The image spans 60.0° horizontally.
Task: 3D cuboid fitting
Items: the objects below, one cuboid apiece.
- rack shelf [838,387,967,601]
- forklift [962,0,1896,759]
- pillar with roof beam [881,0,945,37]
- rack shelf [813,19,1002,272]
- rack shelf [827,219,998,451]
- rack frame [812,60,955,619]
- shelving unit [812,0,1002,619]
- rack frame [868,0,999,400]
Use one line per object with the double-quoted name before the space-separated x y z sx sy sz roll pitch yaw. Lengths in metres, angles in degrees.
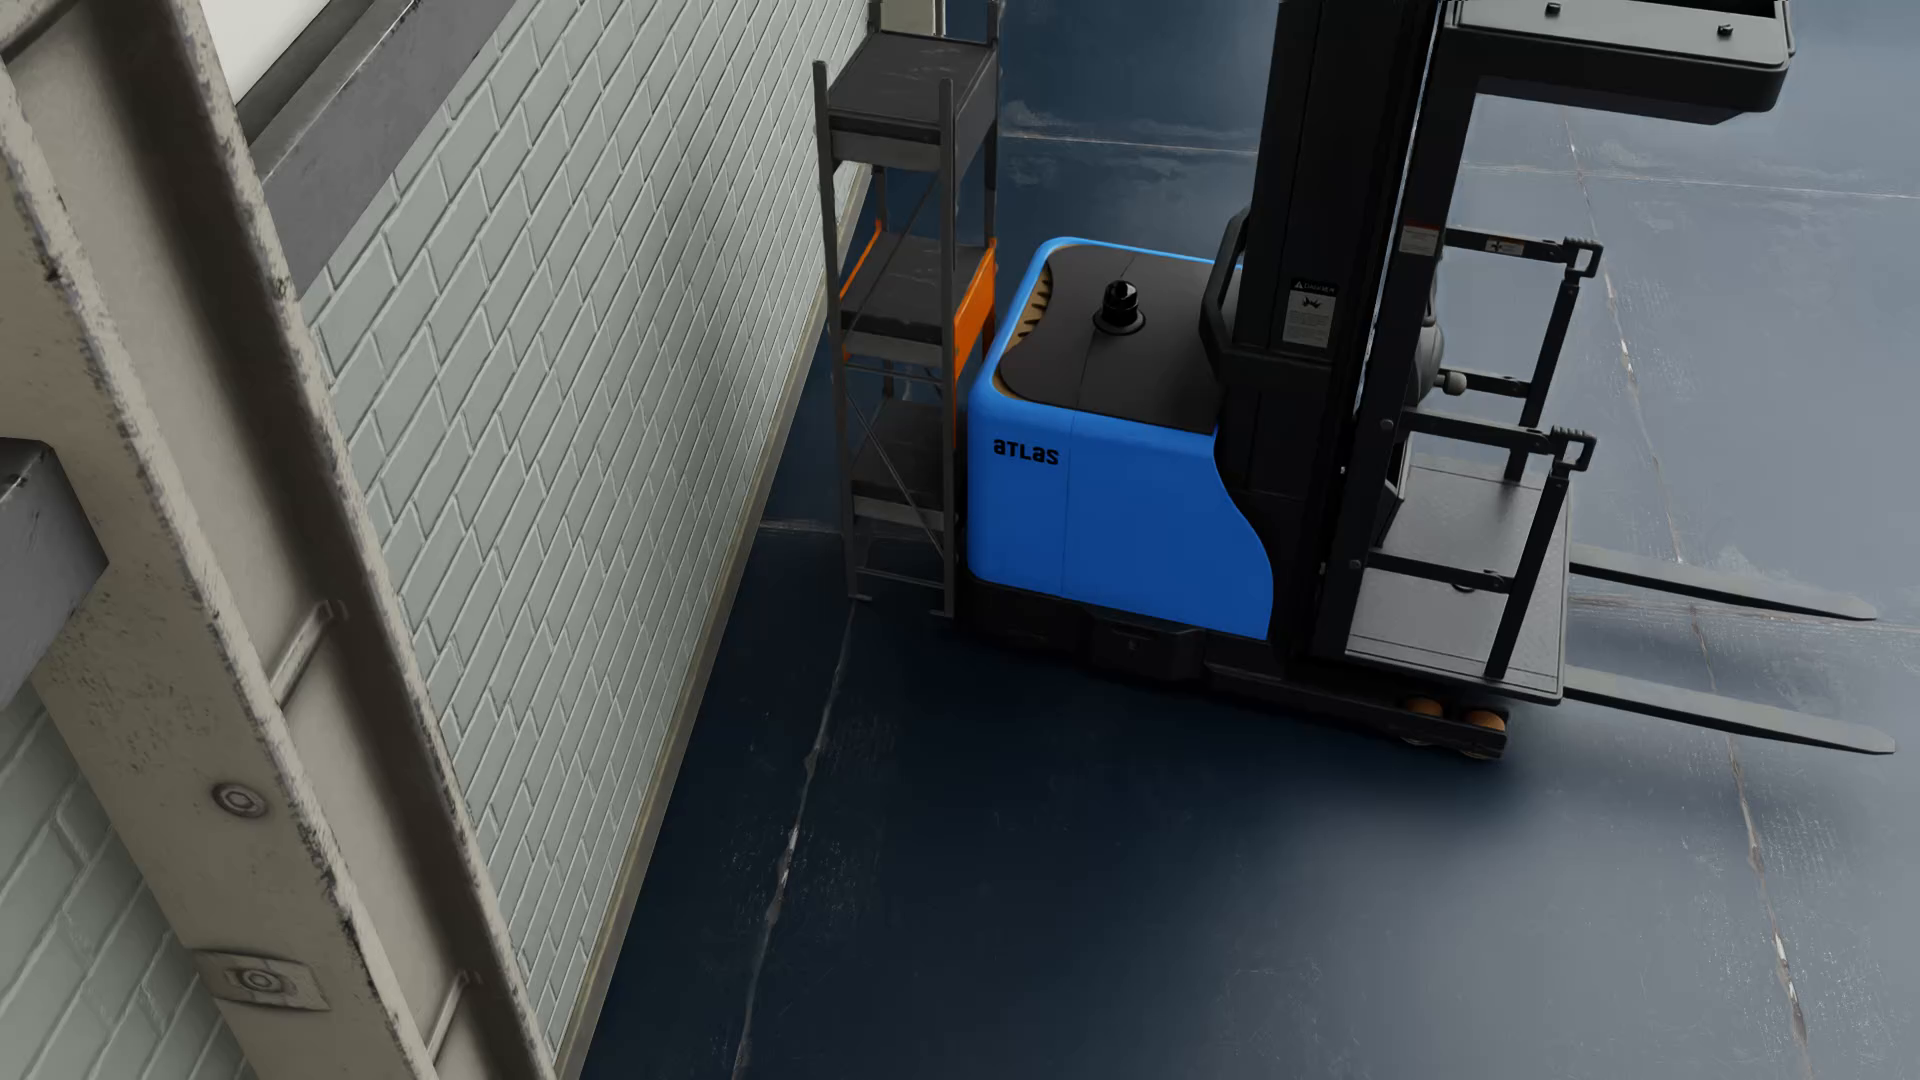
"rack shelf" -0.146 -0.166 5.936 0.431 0.518 0.480 11 45 11
"forklift" 1.584 -0.754 4.915 3.031 2.935 1.130 12 45 12
"pillar with roof beam" 4.016 -4.966 4.950 9.100 9.000 0.400 5 44 6
"rack shelf" -0.146 -1.183 4.974 0.431 0.518 0.480 11 45 11
"rack shelf" -0.146 -0.674 5.455 0.431 0.518 0.480 11 45 11
"rack frame" -0.213 -0.523 5.275 0.400 2.100 0.015 11 45 11
"shelving unit" -0.146 -0.684 5.446 0.431 2.100 0.503 11 45 11
"rack frame" -0.079 -0.846 5.616 0.400 2.100 0.015 11 45 11
